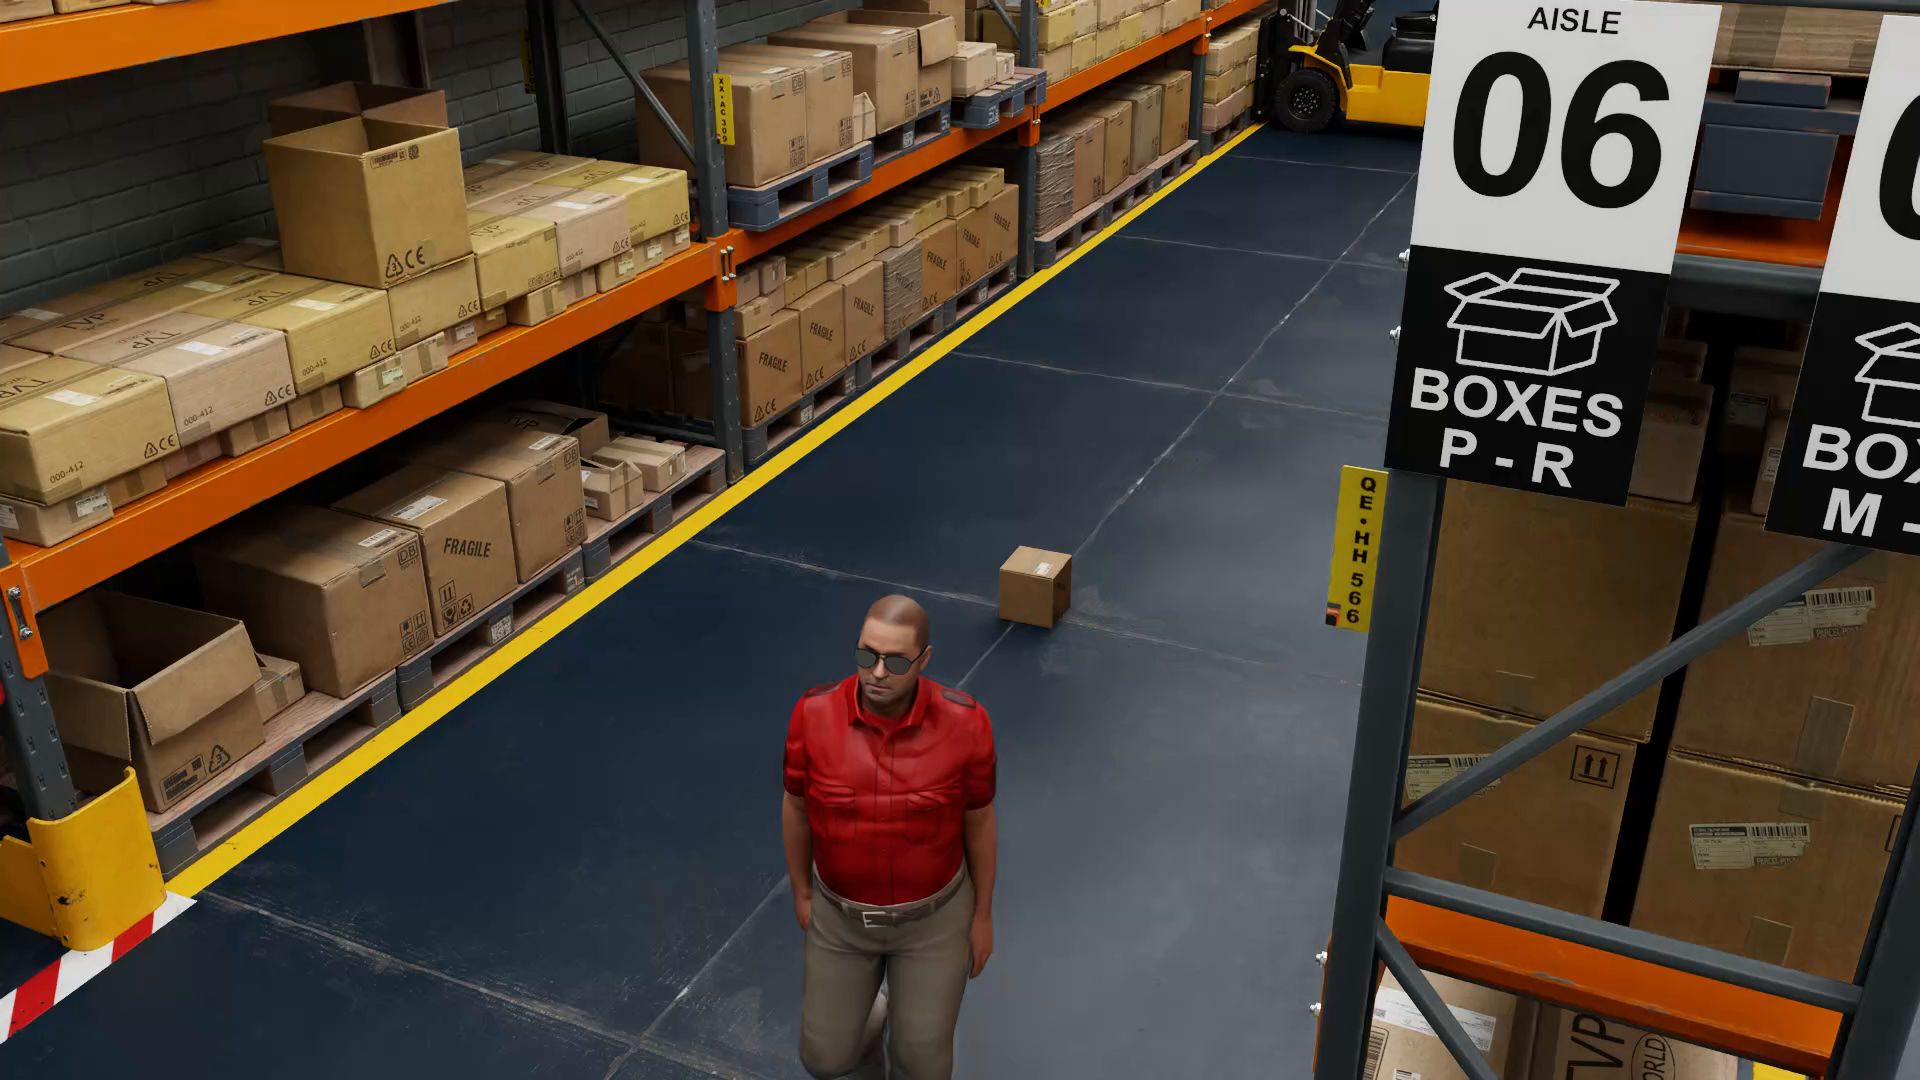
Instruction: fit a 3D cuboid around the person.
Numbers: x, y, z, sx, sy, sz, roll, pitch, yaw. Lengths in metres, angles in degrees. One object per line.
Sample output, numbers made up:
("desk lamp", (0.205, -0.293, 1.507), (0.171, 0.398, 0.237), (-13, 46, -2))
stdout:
("person", (-0.181, 0.630, 4.028), (0.538, 1.036, 0.340), (2, 26, 4))
